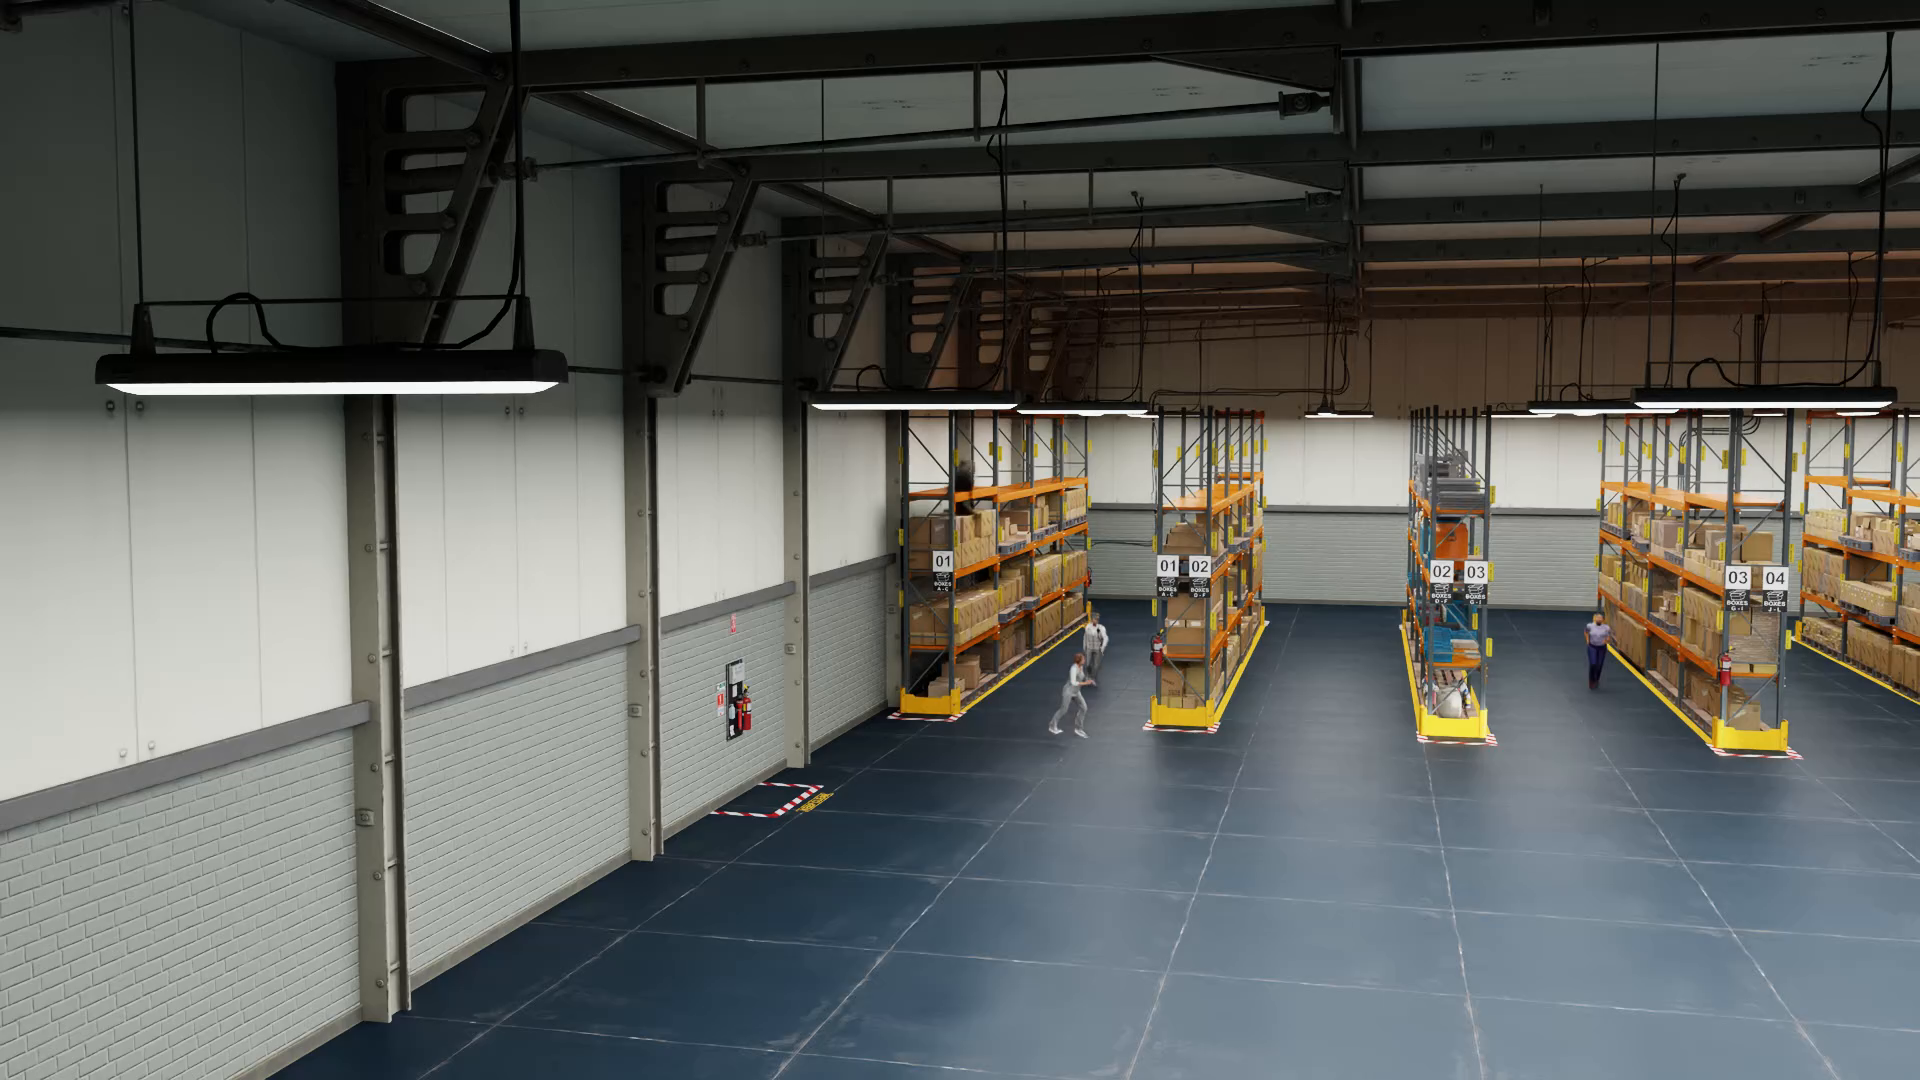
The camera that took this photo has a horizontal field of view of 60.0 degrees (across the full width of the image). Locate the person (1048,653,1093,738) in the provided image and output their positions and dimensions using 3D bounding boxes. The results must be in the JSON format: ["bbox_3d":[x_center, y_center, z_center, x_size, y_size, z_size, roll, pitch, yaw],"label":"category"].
[{"bbox_3d":[2.021,2.795,30.033,0.904,1.562,0.541,3,5,31],"label":"person"}]

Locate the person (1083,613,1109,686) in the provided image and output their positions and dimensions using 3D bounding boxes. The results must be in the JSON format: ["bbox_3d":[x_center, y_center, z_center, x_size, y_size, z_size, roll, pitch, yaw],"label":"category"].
[{"bbox_3d":[2.889,2.354,35.642,0.610,1.624,0.729,1,4,13],"label":"person"}]

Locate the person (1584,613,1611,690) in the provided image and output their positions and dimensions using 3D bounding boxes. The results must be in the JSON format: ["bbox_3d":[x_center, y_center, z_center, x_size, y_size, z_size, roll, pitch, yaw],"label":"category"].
[{"bbox_3d":[13.649,2.380,35.578,0.496,1.653,0.799,1,4,8],"label":"person"}]
